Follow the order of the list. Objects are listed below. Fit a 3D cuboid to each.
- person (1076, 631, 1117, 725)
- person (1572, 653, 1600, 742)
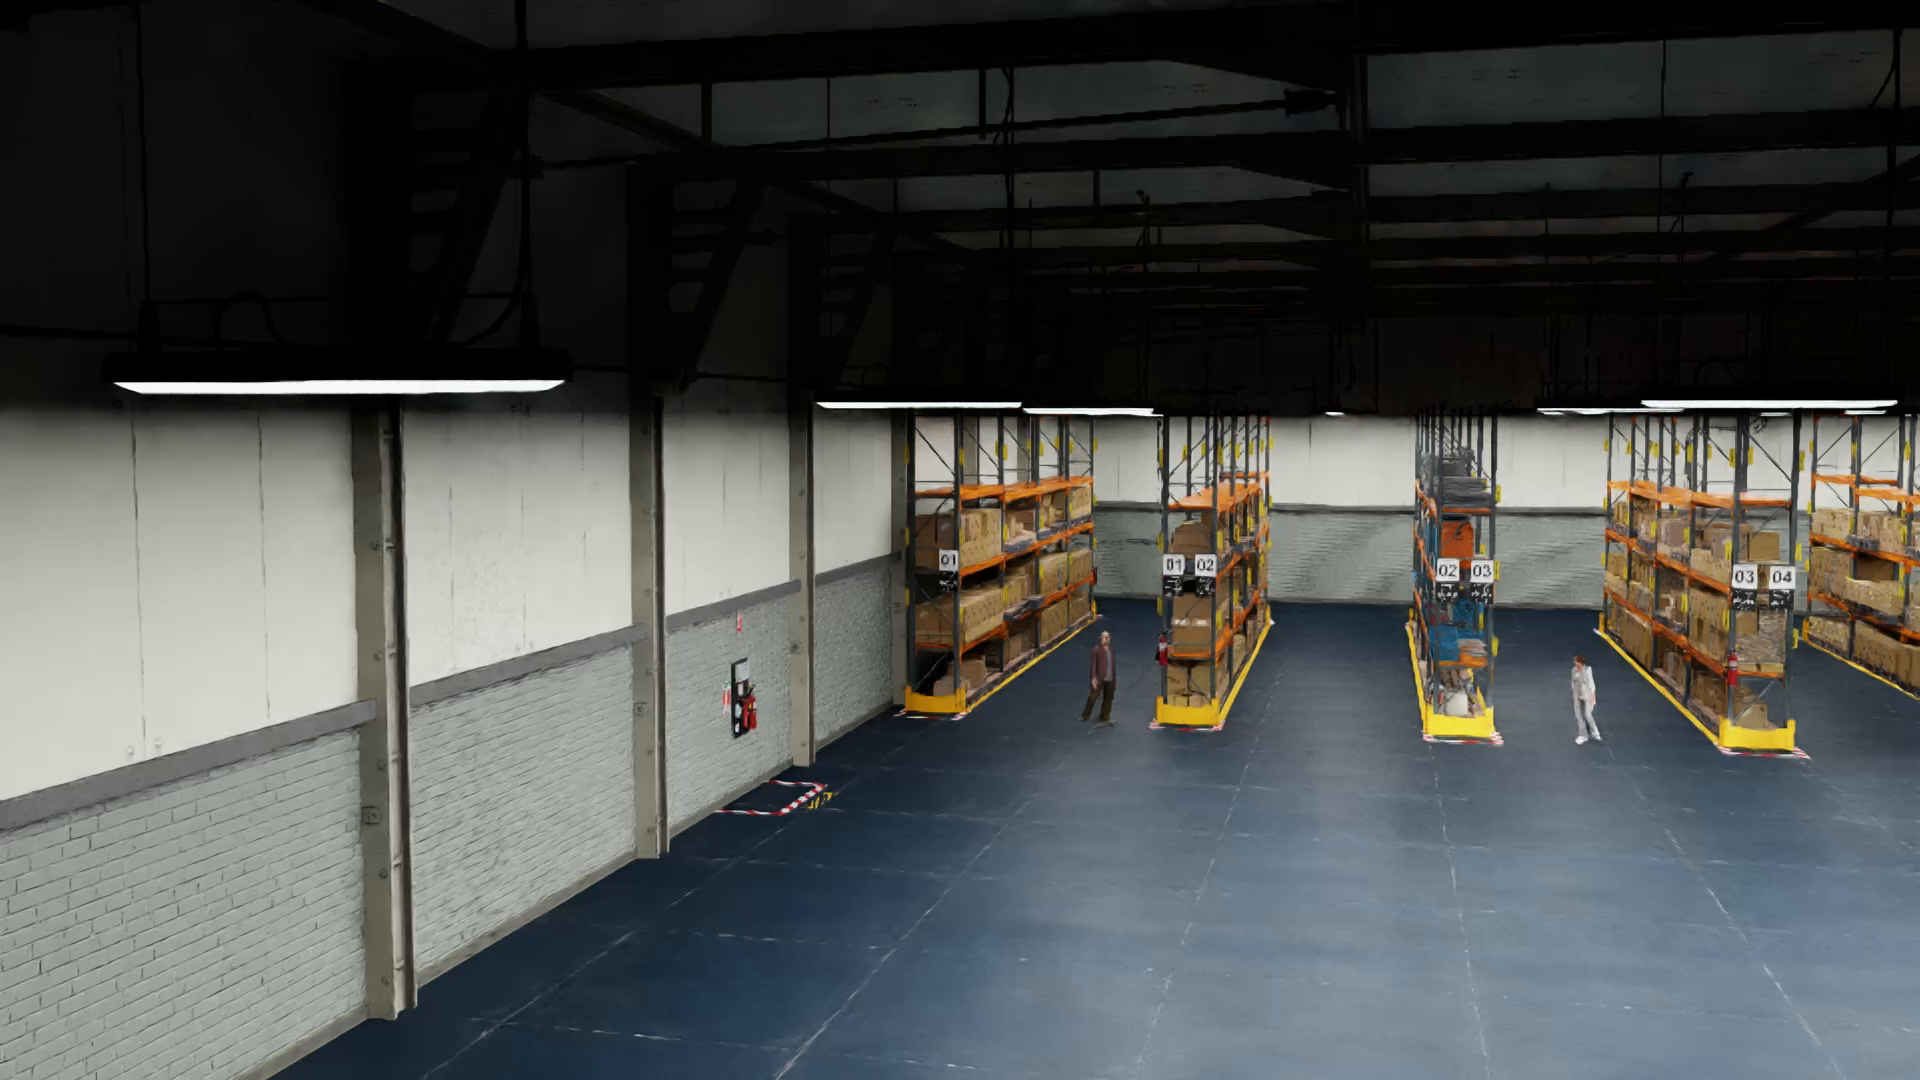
[{"bbox_3d":[2.557,2.581,31.063,0.783,1.768,0.521,-2,5,-28],"label":"person"},{"bbox_3d":[11.091,2.794,29.485,0.502,1.575,0.468,-3,5,-38],"label":"person"}]
